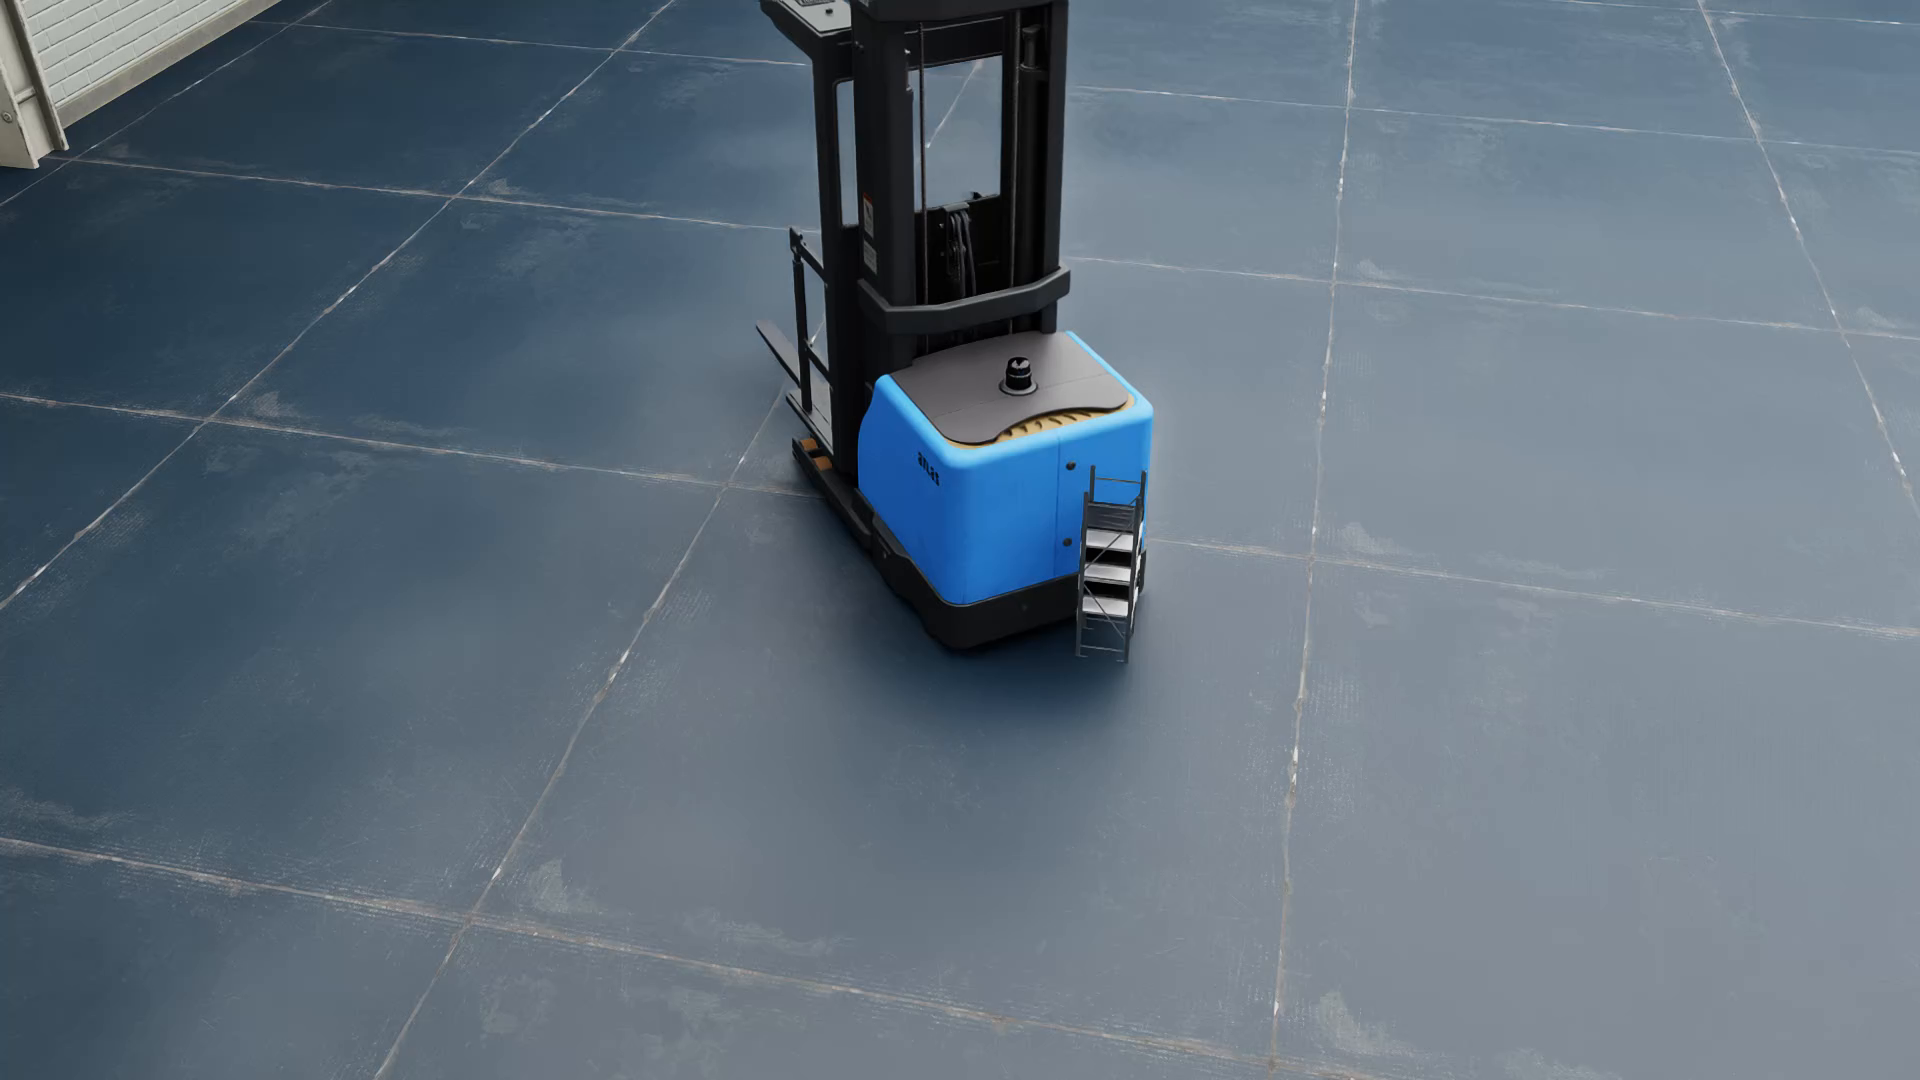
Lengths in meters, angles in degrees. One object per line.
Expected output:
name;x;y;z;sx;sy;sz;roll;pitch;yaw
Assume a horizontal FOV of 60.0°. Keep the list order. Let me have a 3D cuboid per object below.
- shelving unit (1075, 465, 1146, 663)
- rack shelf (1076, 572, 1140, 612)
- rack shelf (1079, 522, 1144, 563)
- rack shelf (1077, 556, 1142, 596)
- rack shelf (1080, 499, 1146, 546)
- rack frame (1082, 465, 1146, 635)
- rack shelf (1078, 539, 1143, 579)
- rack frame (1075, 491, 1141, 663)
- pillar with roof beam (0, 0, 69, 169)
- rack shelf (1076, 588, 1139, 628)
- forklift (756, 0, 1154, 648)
shelving unit;0.660;0.115;7.324;0.258;0.900;0.210;7;36;9
rack shelf;0.660;0.215;7.396;0.258;0.077;0.200;7;36;9
rack shelf;0.660;-0.003;7.238;0.258;0.077;0.200;7;36;9
rack shelf;0.660;0.142;7.344;0.258;0.077;0.200;7;36;9
rack shelf;0.660;-0.076;7.185;0.258;0.077;0.200;7;36;9
rack frame;0.681;0.057;7.405;0.240;0.900;0.006;7;36;9
rack shelf;0.660;0.069;7.291;0.258;0.077;0.200;7;36;9
rack frame;0.640;0.174;7.243;0.240;0.900;0.006;7;36;9
pillar with roof beam;-2.536;-5.896;8.717;9.100;9.000;0.400;7;37;10
rack shelf;0.660;0.288;7.449;0.258;0.077;0.200;7;36;9
forklift;-0.226;-1.555;7.899;1.130;2.935;3.031;-16;39;-20
